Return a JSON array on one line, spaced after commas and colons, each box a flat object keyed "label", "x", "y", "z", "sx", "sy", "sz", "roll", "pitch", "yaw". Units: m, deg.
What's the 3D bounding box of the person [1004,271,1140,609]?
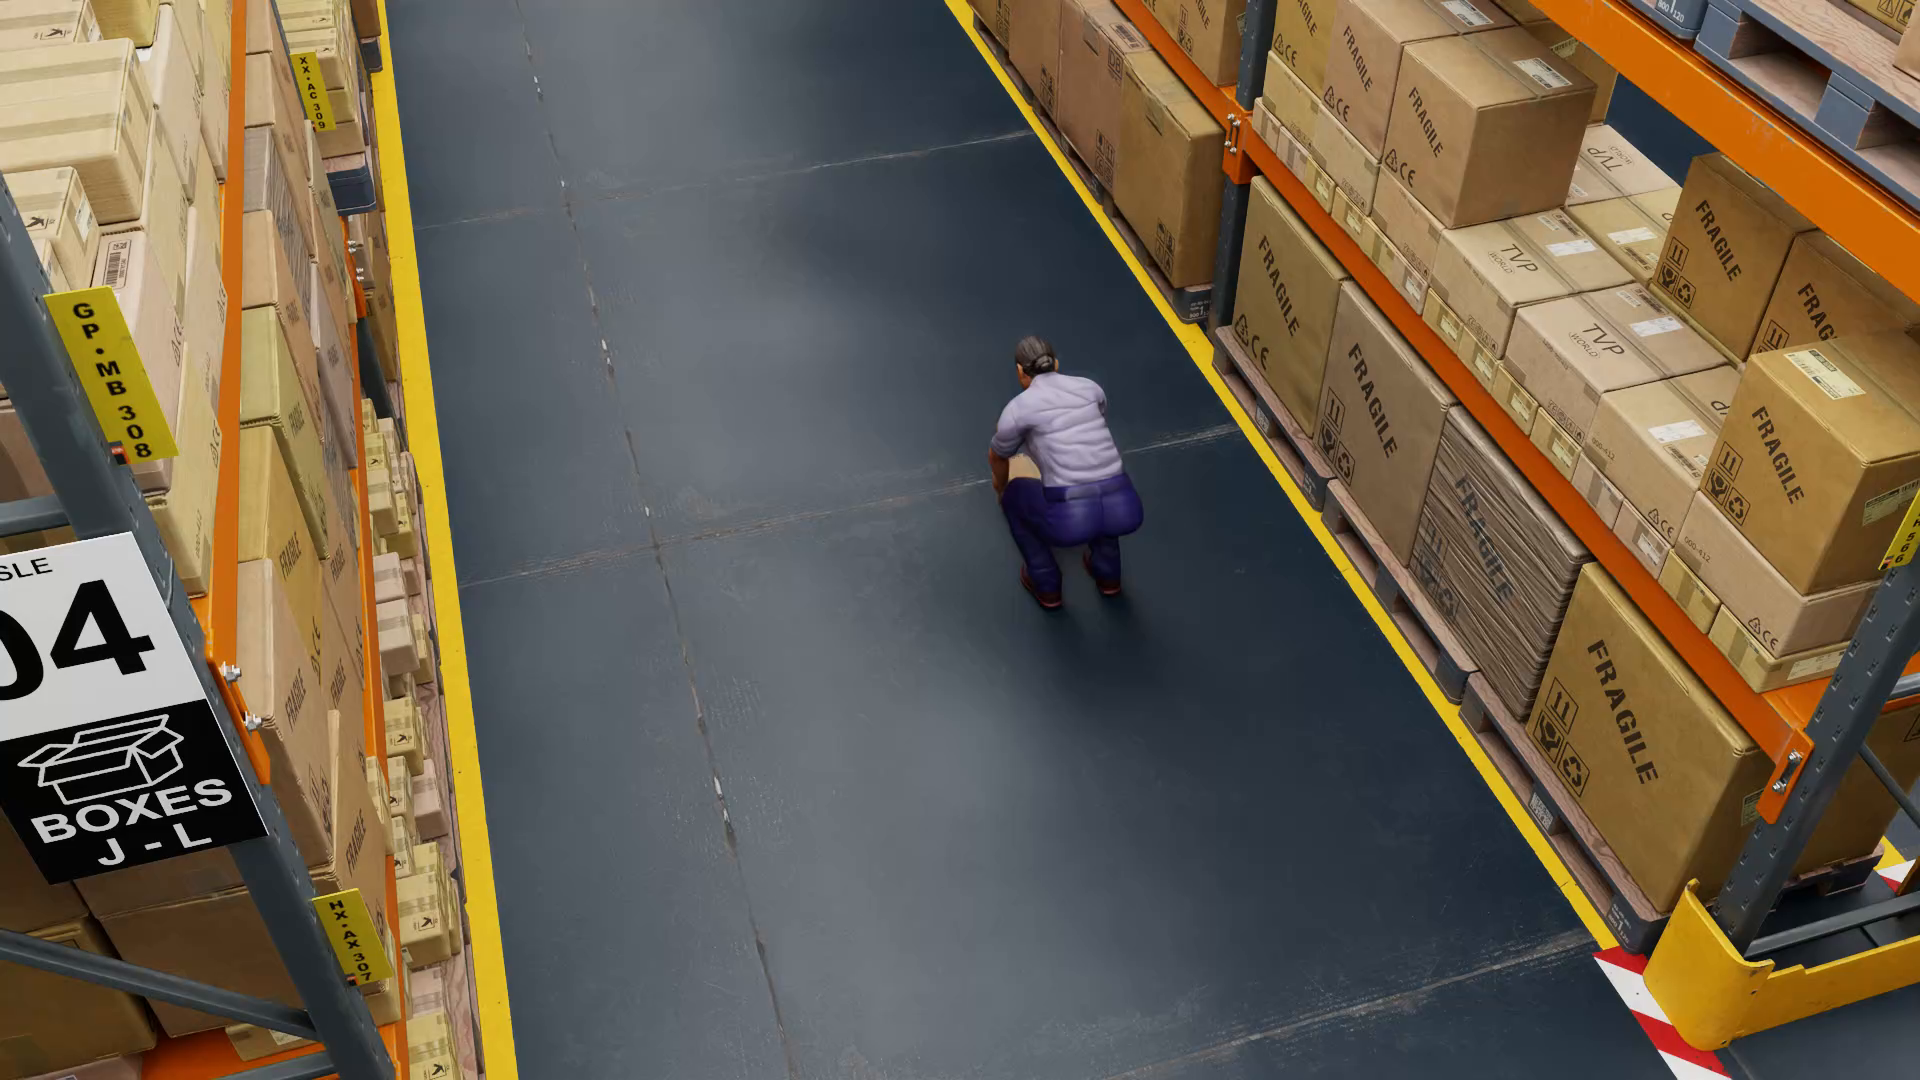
[{"label": "person", "x": 0.413, "y": -0.408, "z": 6.923, "sx": 0.458, "sy": 1.242, "sz": 0.811, "roll": -13, "pitch": 44, "yaw": -14}]
